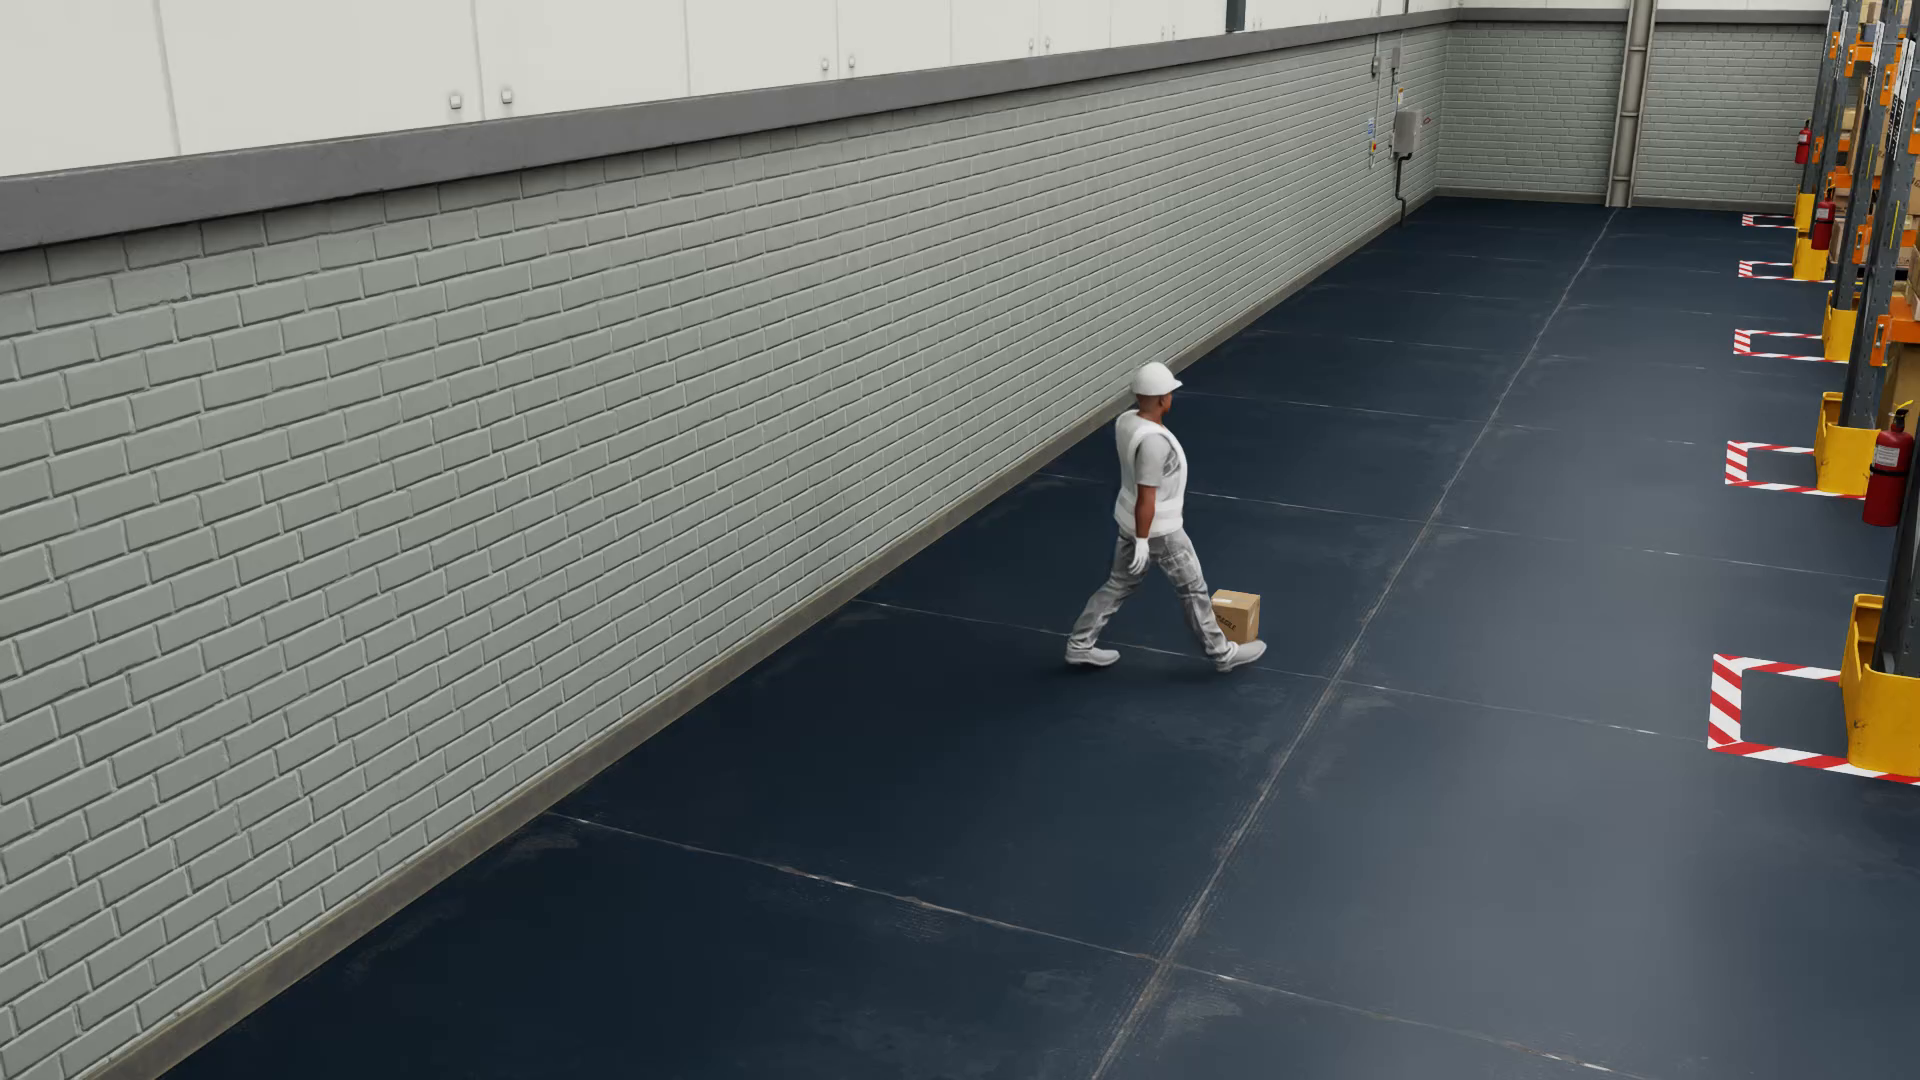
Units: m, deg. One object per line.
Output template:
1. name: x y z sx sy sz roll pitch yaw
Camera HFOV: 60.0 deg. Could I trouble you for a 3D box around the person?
1. person: 1.122 -0.114 8.891 1.058 1.720 0.586 -4 19 -13
